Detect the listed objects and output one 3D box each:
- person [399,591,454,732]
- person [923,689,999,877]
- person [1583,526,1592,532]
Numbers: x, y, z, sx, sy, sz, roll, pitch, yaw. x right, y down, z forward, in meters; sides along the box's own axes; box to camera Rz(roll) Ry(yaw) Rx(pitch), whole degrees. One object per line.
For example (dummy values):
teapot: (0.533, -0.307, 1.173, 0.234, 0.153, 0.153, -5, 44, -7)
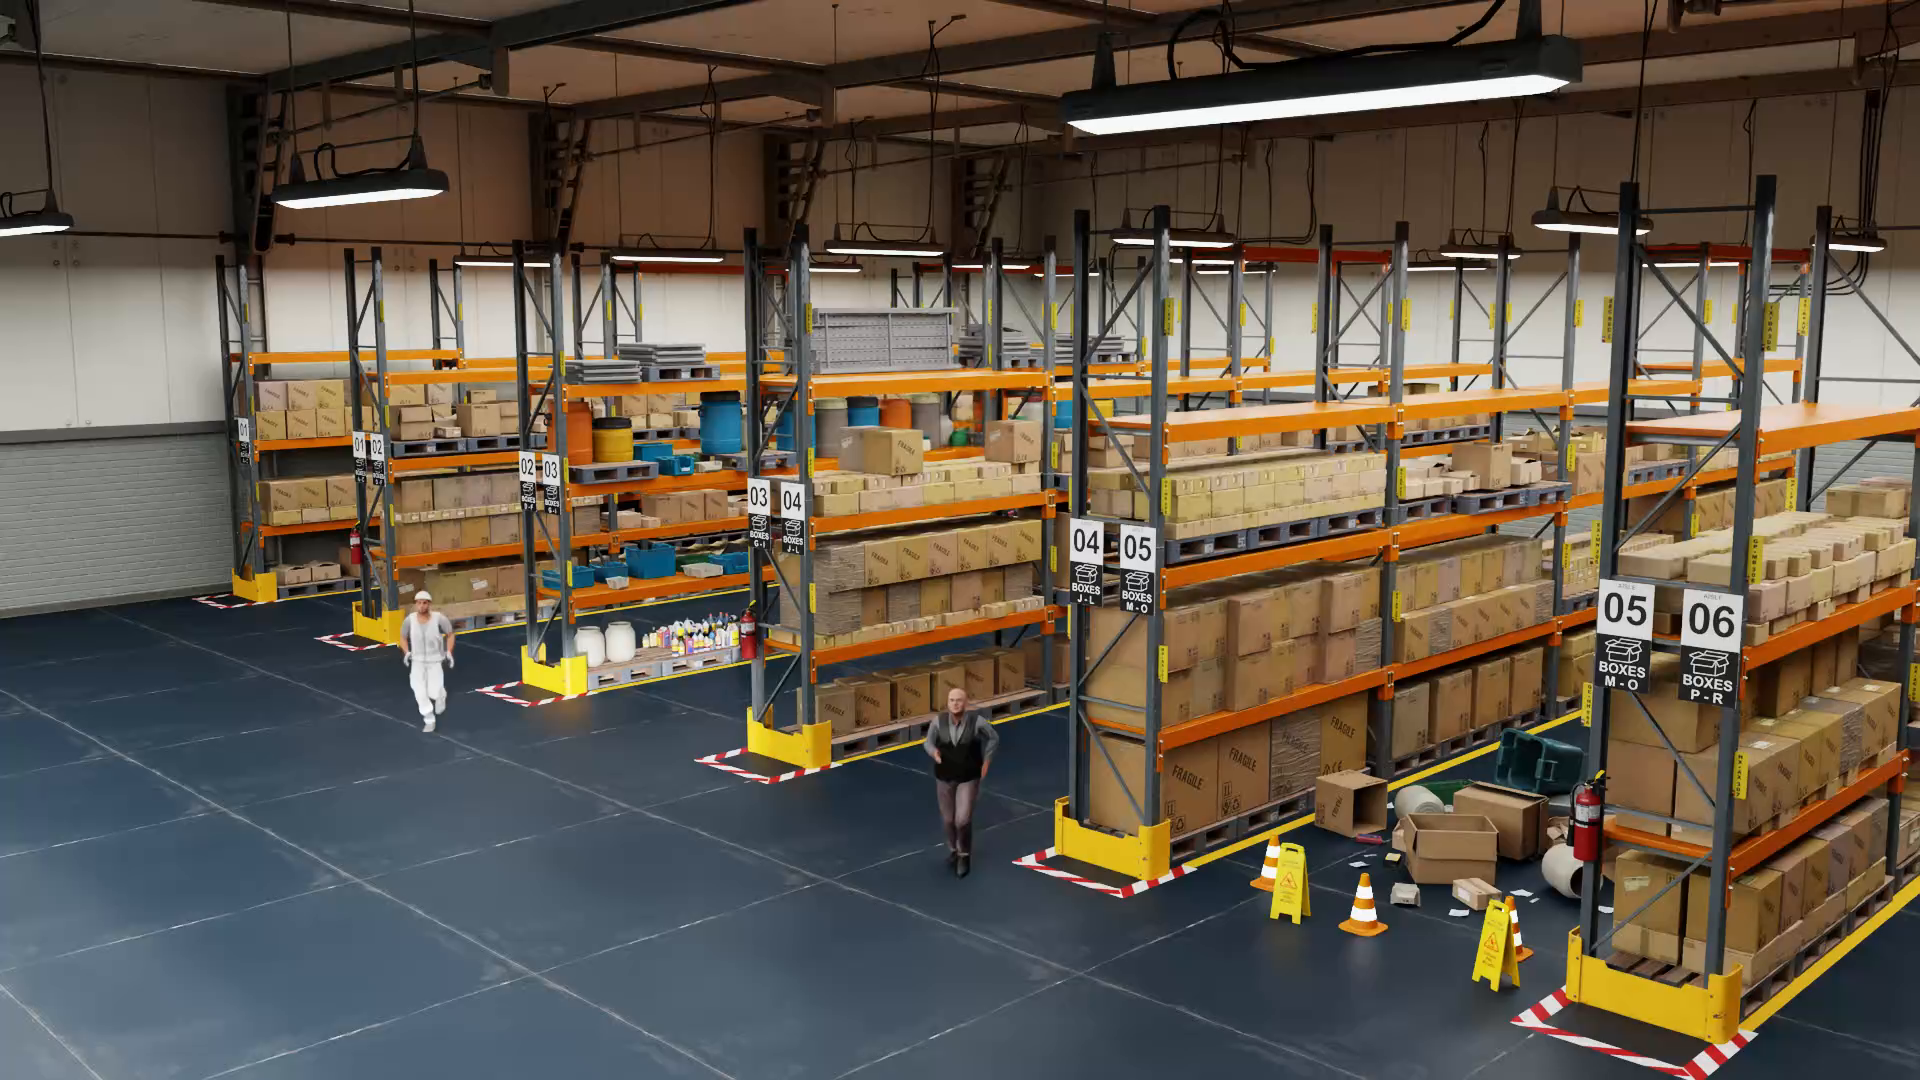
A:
person: (-6.478, 1.457, 20.245, 0.650, 1.729, 0.639, -1, 8, -9)
person: (-0.013, 2.200, 15.117, 0.657, 1.731, 0.717, 2, 8, 14)
person: (10.068, 0.600, 26.539, 0.612, 1.673, 0.636, -6, 10, -35)
